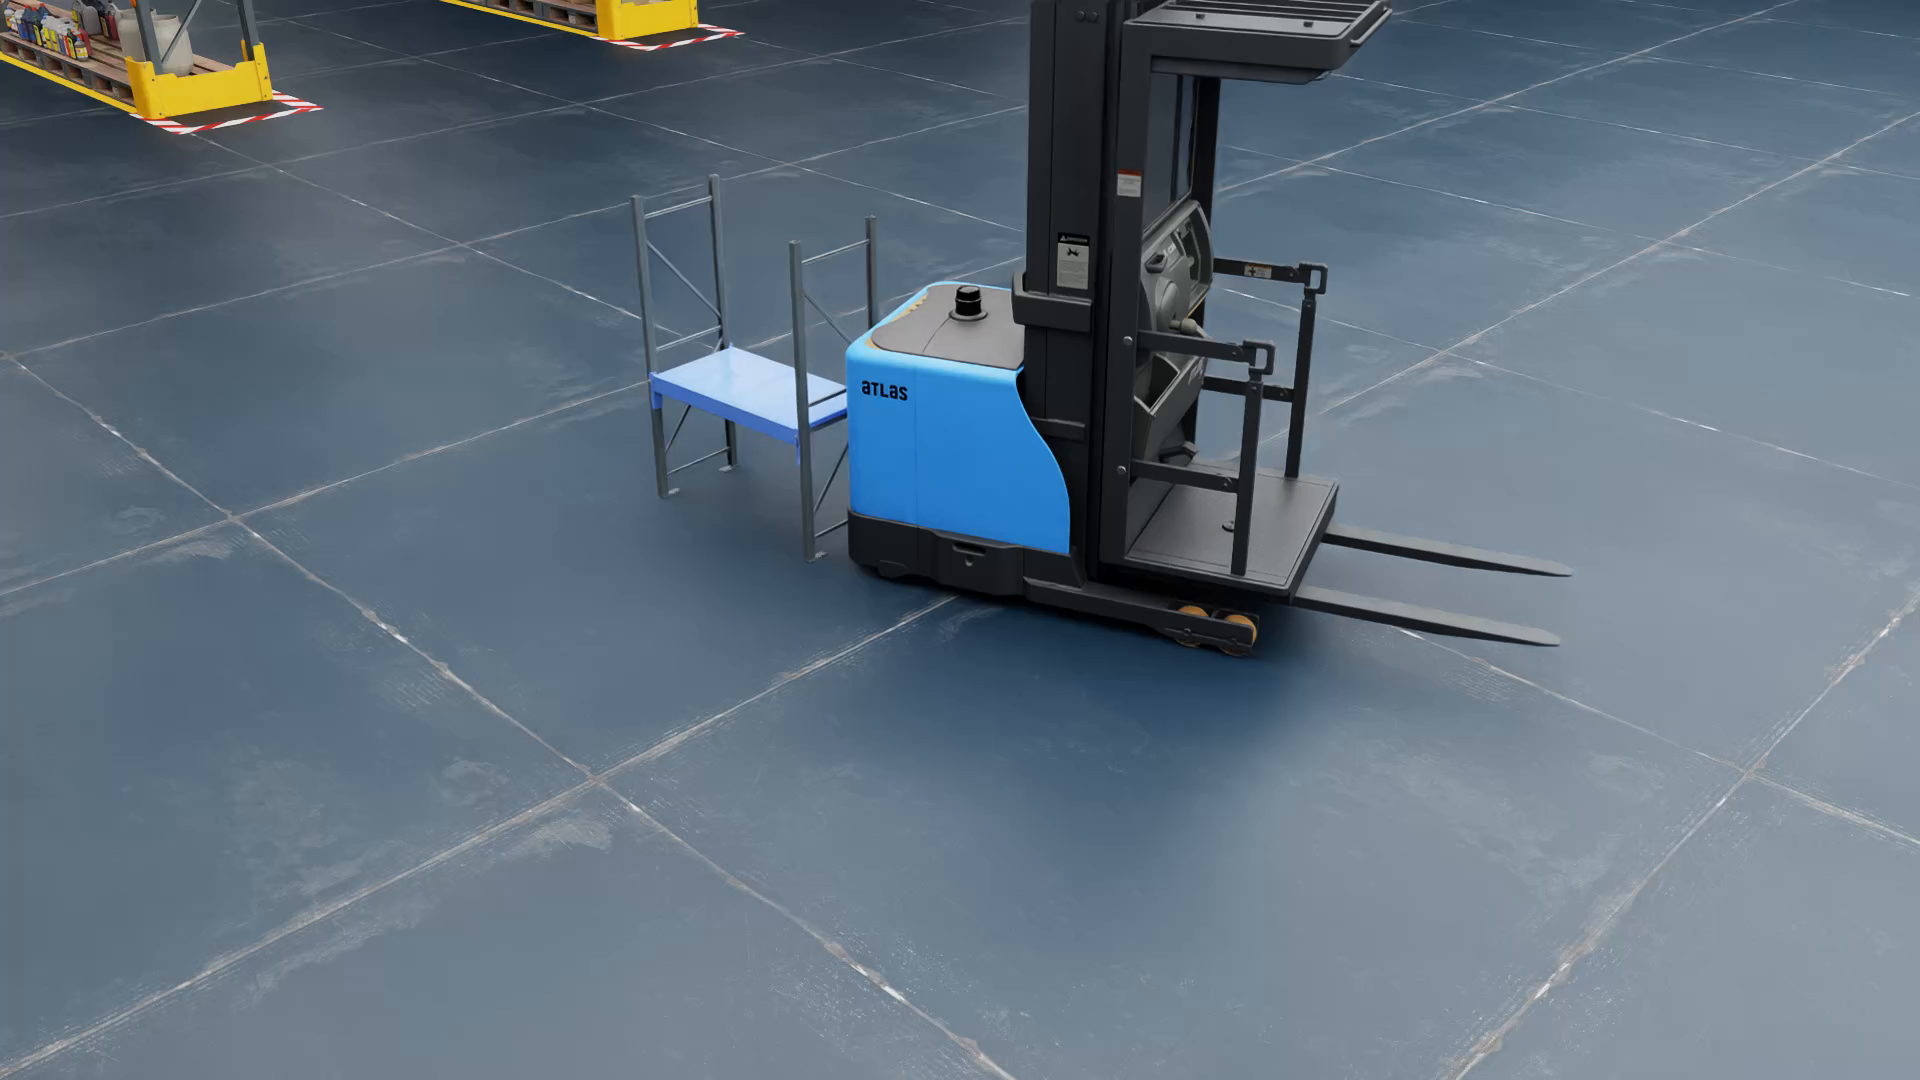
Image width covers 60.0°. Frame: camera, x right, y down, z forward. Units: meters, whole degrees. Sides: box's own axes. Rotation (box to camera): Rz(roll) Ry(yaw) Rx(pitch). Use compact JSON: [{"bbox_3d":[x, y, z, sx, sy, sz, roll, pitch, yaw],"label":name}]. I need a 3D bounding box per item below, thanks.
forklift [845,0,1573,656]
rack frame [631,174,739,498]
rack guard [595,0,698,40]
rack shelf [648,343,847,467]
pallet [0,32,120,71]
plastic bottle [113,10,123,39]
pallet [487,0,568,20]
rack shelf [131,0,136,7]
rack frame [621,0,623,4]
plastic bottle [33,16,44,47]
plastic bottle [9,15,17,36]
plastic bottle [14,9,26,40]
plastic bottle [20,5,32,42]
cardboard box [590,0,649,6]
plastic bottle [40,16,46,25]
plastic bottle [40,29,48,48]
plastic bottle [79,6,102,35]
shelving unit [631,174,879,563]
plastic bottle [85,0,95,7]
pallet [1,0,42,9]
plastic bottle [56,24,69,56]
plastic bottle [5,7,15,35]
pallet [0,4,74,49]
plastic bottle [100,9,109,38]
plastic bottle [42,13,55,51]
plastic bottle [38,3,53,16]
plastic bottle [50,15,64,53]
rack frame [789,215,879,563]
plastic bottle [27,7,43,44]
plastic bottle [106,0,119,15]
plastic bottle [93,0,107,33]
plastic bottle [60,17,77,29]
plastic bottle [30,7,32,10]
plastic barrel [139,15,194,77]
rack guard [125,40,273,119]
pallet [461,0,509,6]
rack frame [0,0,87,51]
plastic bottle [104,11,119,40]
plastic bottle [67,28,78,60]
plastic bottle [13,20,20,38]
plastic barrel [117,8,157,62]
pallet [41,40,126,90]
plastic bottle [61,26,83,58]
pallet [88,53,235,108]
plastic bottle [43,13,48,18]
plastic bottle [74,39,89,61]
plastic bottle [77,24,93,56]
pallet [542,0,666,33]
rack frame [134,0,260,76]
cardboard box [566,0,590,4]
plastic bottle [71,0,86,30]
[{"bbox_3d":[1.067,-1.102,6.696,3.031,2.935,1.130,11,30,20],"label":"forklift"},{"bbox_3d":[-1.304,-0.960,7.963,0.032,1.500,0.500,22,35,35],"label":"rack frame"},{"bbox_3d":[-3.463,-5.894,18.422,0.348,0.500,1.175,25,36,38],"label":"rack guard"},{"bbox_3d":[-0.919,-0.646,7.753,1.000,0.185,0.538,22,35,35],"label":"rack shelf"},{"bbox_3d":[-9.284,-5.170,17.355,1.213,0.211,1.003,25,36,38],"label":"pallet"},{"bbox_3d":[-8.592,-5.289,17.040,0.152,0.276,0.135,-25,36,-38],"label":"plastic bottle"},{"bbox_3d":[-4.883,-6.441,19.772,1.213,0.211,1.003,25,36,38],"label":"pallet"},{"bbox_3d":[-8.307,-5.666,16.075,4.000,0.370,1.077,25,36,38],"label":"rack shelf"},{"bbox_3d":[-3.409,-6.975,17.793,0.127,3.000,1.000,25,36,38],"label":"rack frame"},{"bbox_3d":[-9.226,-5.099,16.670,0.061,0.283,0.133,-23,36,-37],"label":"plastic bottle"},{"bbox_3d":[-9.741,-5.310,17.160,0.097,0.201,0.097,0,28,0],"label":"plastic bottle"},{"bbox_3d":[-9.564,-5.280,17.023,0.152,0.276,0.135,-24,36,-37],"label":"plastic bottle"},{"bbox_3d":[-9.449,-5.258,16.900,0.144,0.351,0.185,-24,36,-38],"label":"plastic bottle"},{"bbox_3d":[-3.842,-6.264,18.675,0.500,0.500,0.500,-18,33,-30],"label":"cardboard box"},{"bbox_3d":[-9.183,-5.126,16.734,0.097,0.271,0.097,0,28,0],"label":"plastic bottle"},{"bbox_3d":[-9.129,-5.030,16.627,0.097,0.201,0.097,0,28,0],"label":"plastic bottle"},{"bbox_3d":[-9.021,-5.392,17.235,0.135,0.276,0.152,25,36,38],"label":"plastic bottle"},{"bbox_3d":[-0.919,-0.805,7.669,1.048,1.500,0.538,22,35,35],"label":"shelving unit"},{"bbox_3d":[-9.072,-5.545,17.445,0.185,0.351,0.144,23,36,37],"label":"plastic bottle"},{"bbox_3d":[-11.195,-6.044,19.018,1.213,0.211,1.003,25,36,38],"label":"pallet"},{"bbox_3d":[-8.758,-4.911,16.321,0.135,0.276,0.152,23,36,37],"label":"plastic bottle"},{"bbox_3d":[-9.814,-5.375,17.207,0.097,0.271,0.097,0,28,0],"label":"plastic bottle"},{"bbox_3d":[-10.321,-5.646,18.261,1.213,0.211,1.003,25,36,38],"label":"pallet"},{"bbox_3d":[-8.759,-5.304,17.061,0.133,0.283,0.061,25,36,38],"label":"plastic bottle"},{"bbox_3d":[-9.011,-5.058,16.519,0.185,0.351,0.144,24,36,38],"label":"plastic bottle"},{"bbox_3d":[-9.348,-5.306,16.991,0.185,0.351,0.144,25,36,38],"label":"plastic bottle"},{"bbox_3d":[-8.879,-4.997,16.404,0.144,0.351,0.185,-24,36,-37],"label":"plastic bottle"},{"bbox_3d":[-0.534,-0.650,7.376,0.032,1.500,0.500,22,35,35],"label":"rack frame"},{"bbox_3d":[-9.314,-5.197,16.783,0.185,0.351,0.144,23,35,36],"label":"plastic bottle"},{"bbox_3d":[-8.705,-5.377,17.126,0.185,0.351,0.144,24,36,38],"label":"plastic bottle"},{"bbox_3d":[-8.935,-5.482,17.326,0.185,0.351,0.144,22,35,36],"label":"plastic bottle"},{"bbox_3d":[-8.925,-5.082,16.646,0.135,0.276,0.152,25,36,38],"label":"plastic bottle"},{"bbox_3d":[-9.490,-5.319,17.089,0.133,0.283,0.061,25,36,38],"label":"plastic bottle"},{"bbox_3d":[-7.404,-4.606,15.508,0.421,0.512,0.421,0,28,0],"label":"plastic barrel"},{"bbox_3d":[-6.968,-4.235,15.266,0.348,0.500,1.175,25,36,38],"label":"rack guard"},{"bbox_3d":[-5.757,-6.839,20.530,1.213,0.211,1.003,25,36,38],"label":"pallet"},{"bbox_3d":[-9.734,-6.637,17.149,0.127,3.000,1.000,25,36,38],"label":"rack frame"},{"bbox_3d":[-8.666,-5.257,16.971,0.133,0.283,0.061,25,36,38],"label":"plastic bottle"},{"bbox_3d":[-8.594,-4.810,16.121,0.061,0.283,0.133,-24,36,-38],"label":"plastic bottle"},{"bbox_3d":[-9.669,-5.277,17.097,0.097,0.201,0.097,0,28,0],"label":"plastic bottle"},{"bbox_3d":[-7.762,-4.769,15.819,0.421,0.512,0.421,0,28,0],"label":"plastic barrel"},{"bbox_3d":[-8.410,-4.772,16.598,1.213,0.211,1.003,25,36,38],"label":"pallet"},{"bbox_3d":[-8.659,-4.866,16.235,0.135,0.276,0.152,25,37,39],"label":"plastic bottle"},{"bbox_3d":[-7.544,-4.374,15.841,1.213,0.211,1.003,25,36,38],"label":"pallet"},{"bbox_3d":[-9.261,-5.216,16.905,0.097,0.271,0.097,0,28,0],"label":"plastic bottle"},{"bbox_3d":[-8.498,-4.742,16.079,0.097,0.201,0.097,0,28,0],"label":"plastic bottle"},{"bbox_3d":[-8.585,-4.905,16.301,0.133,0.283,0.061,25,36,38],"label":"plastic bottle"},{"bbox_3d":[-4.018,-6.043,19.015,1.213,0.211,1.003,25,36,38],"label":"pallet"},{"bbox_3d":[-6.881,-5.332,14.667,0.127,3.000,1.000,25,36,38],"label":"rack frame"},{"bbox_3d":[-4.293,-6.448,19.024,0.500,0.500,0.500,-15,31,-27],"label":"cardboard box"},{"bbox_3d":[-9.173,-5.497,17.354,0.185,0.351,0.144,25,36,38],"label":"plastic bottle"}]
